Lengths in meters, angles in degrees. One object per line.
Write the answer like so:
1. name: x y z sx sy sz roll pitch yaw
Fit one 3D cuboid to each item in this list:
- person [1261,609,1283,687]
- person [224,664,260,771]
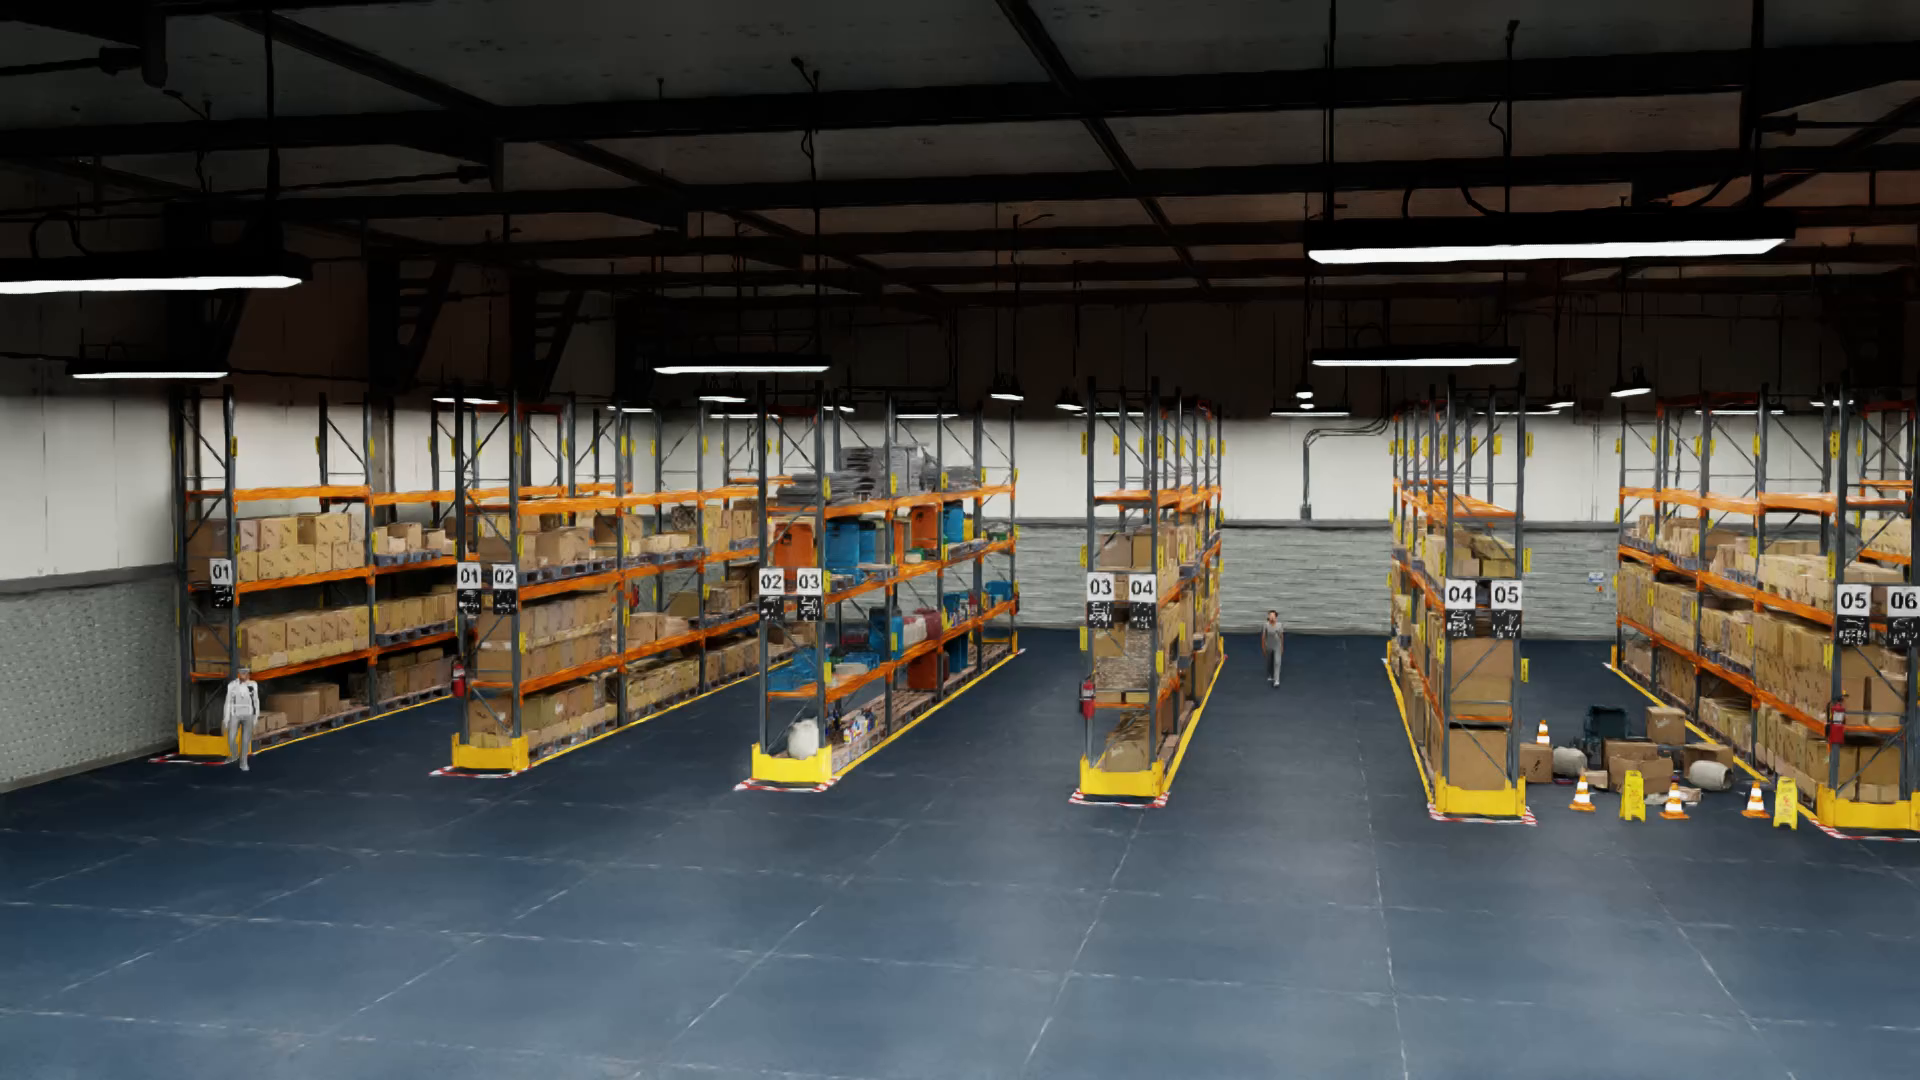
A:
1. person: 6.543 2.239 34.870 0.446 1.590 1.110 1 3 15
2. person: -11.161 2.728 25.823 0.535 1.668 0.527 -1 3 -24
